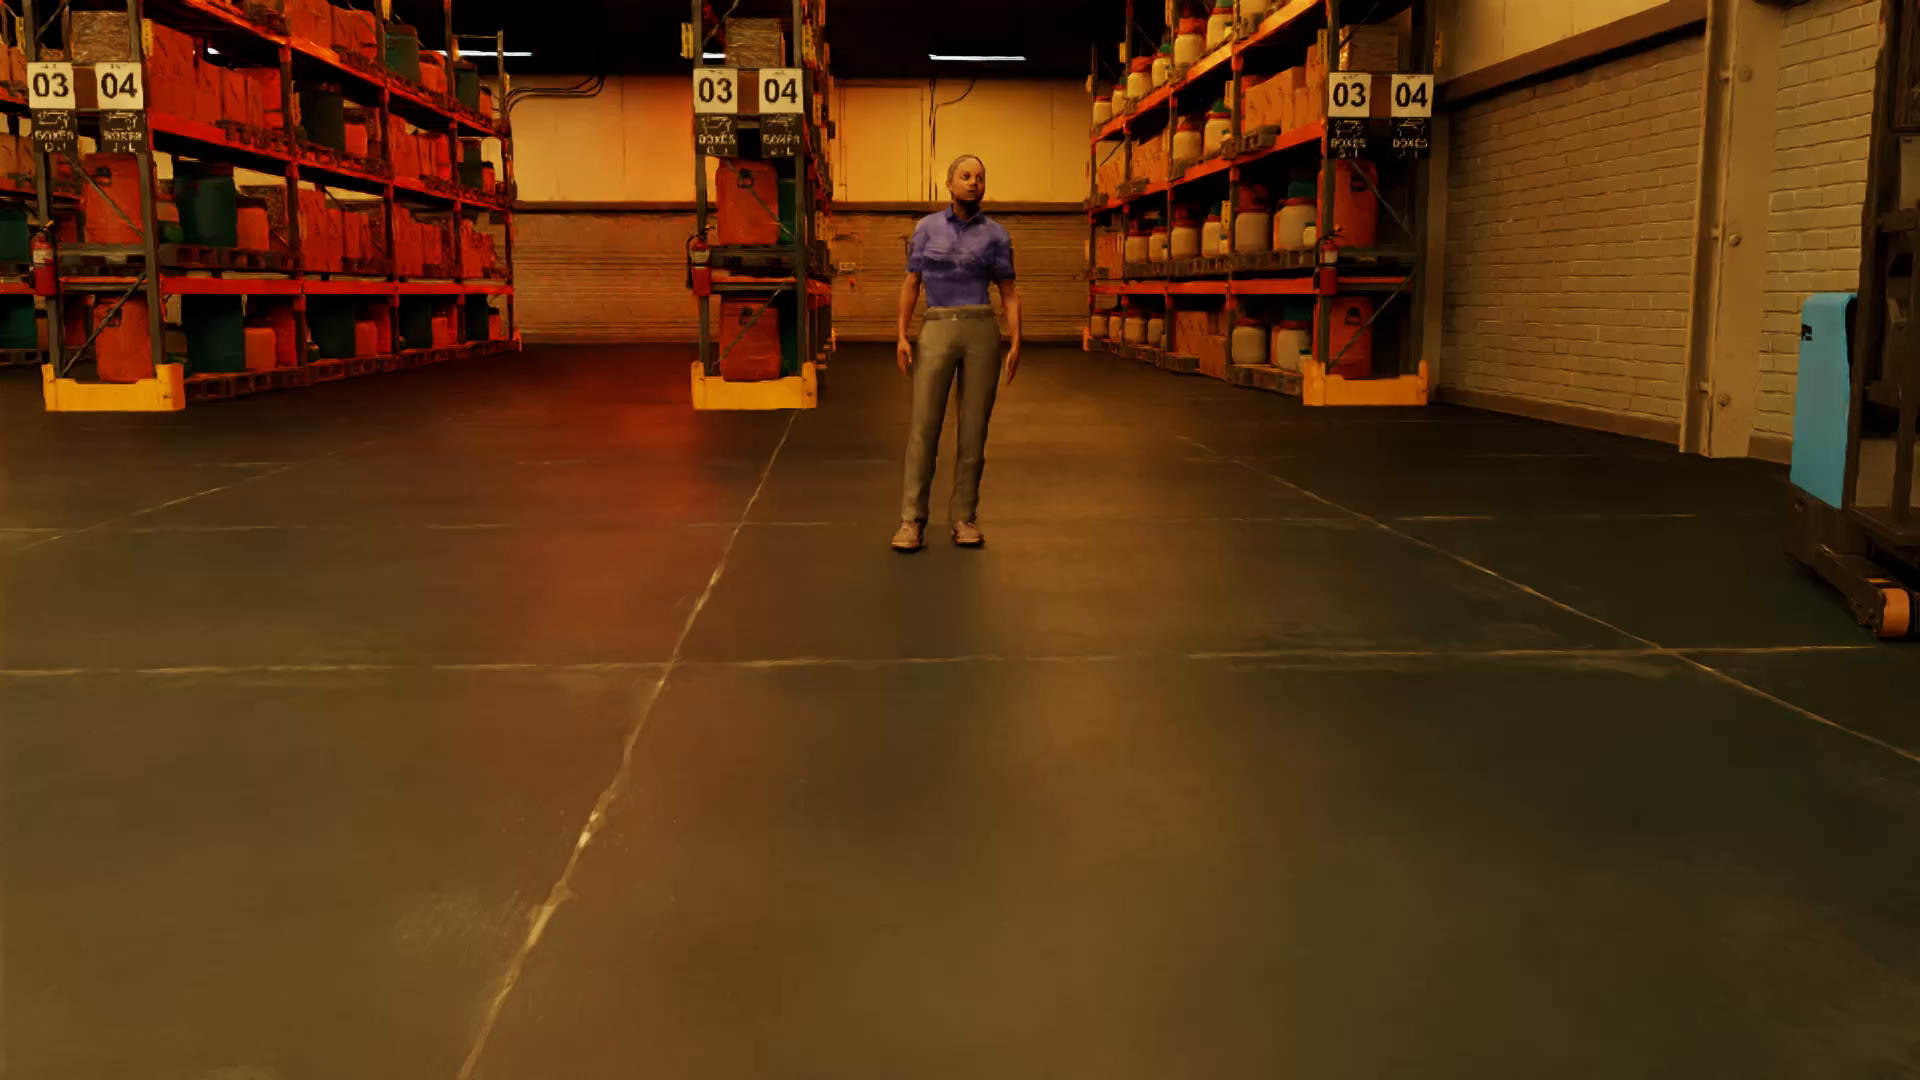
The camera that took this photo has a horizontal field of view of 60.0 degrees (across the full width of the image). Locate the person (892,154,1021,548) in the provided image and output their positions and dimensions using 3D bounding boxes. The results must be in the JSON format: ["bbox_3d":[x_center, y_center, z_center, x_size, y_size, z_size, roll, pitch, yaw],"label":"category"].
[{"bbox_3d":[-0.014,-0.812,7.100,0.570,1.654,0.503,-1,8,-4],"label":"person"}]

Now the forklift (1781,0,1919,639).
[{"bbox_3d":[3.478,-1.160,5.139,1.130,2.935,3.031,2,9,16],"label":"forklift"}]
